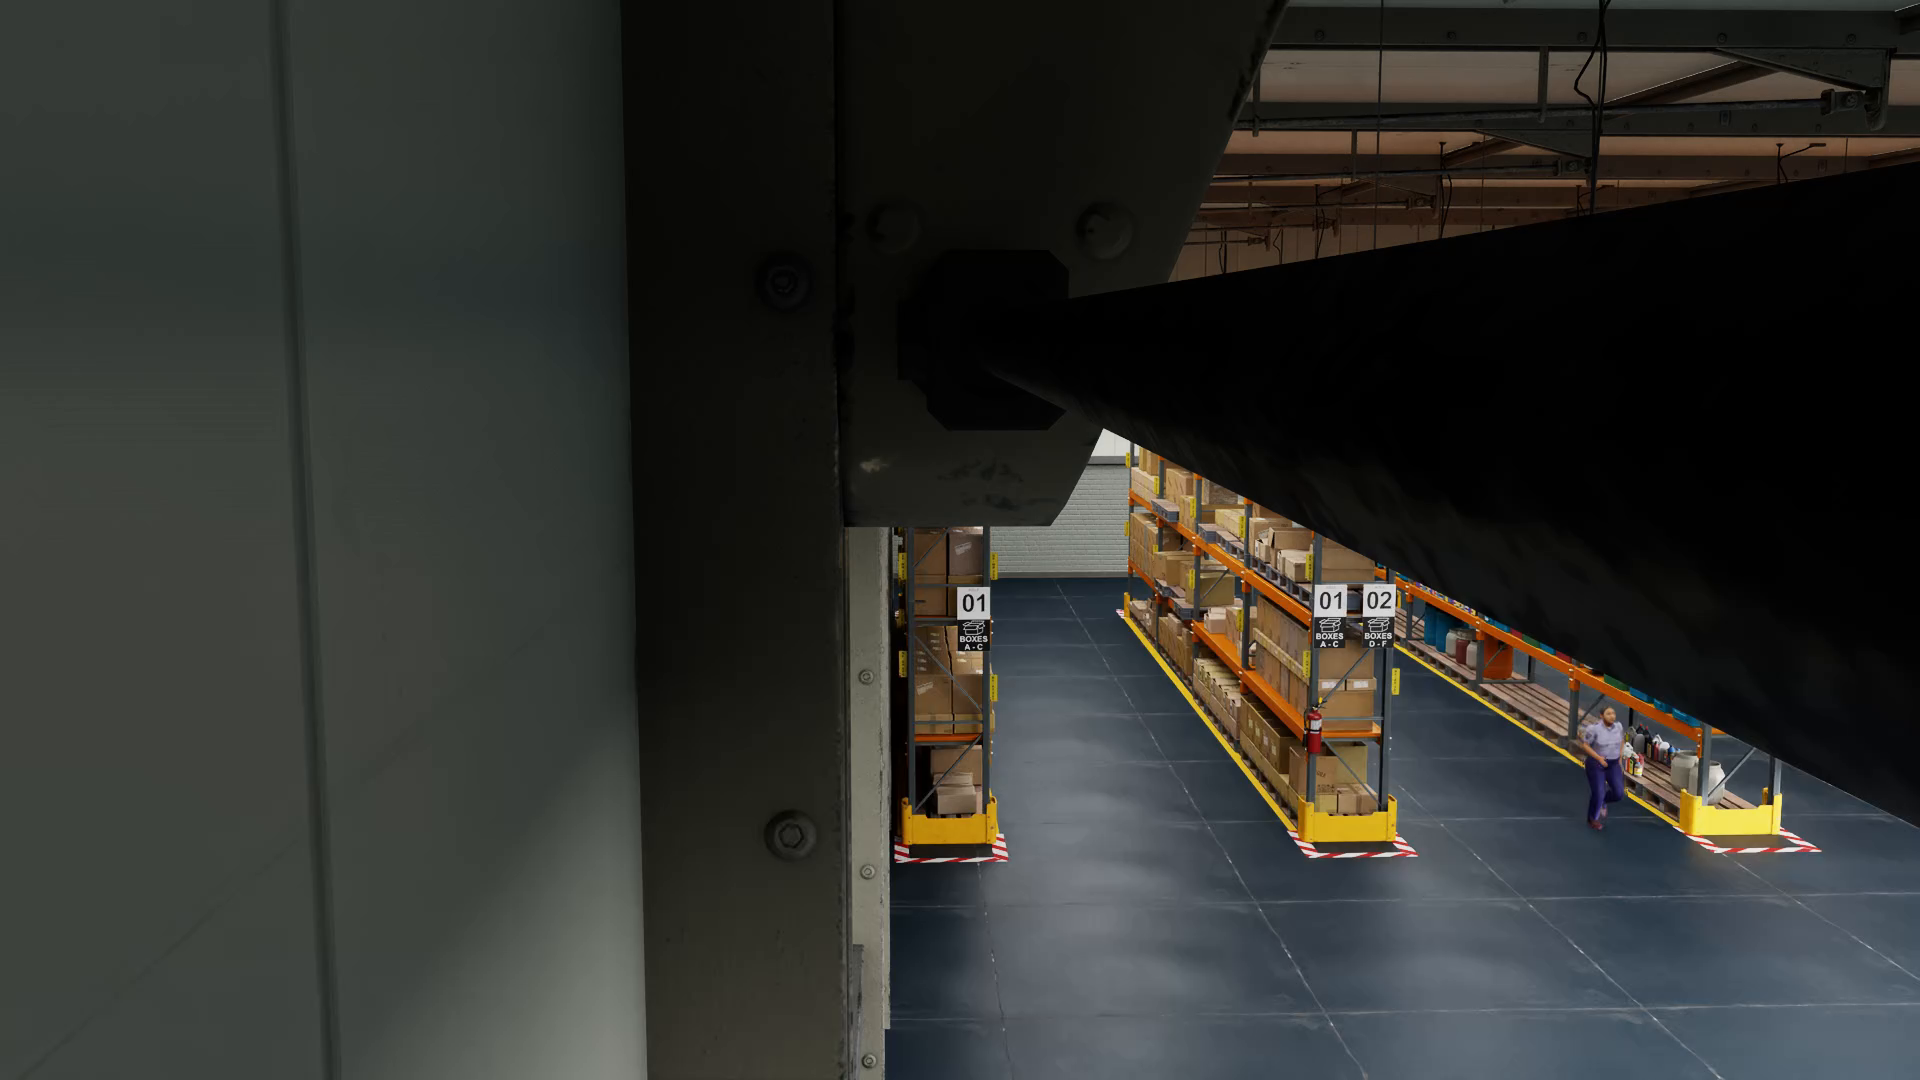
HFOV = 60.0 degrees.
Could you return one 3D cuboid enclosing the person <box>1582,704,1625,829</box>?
[{"bbox_3d":[8.159,2.863,20.992,0.604,1.607,0.564,-1,7,-7],"label":"person"}]
